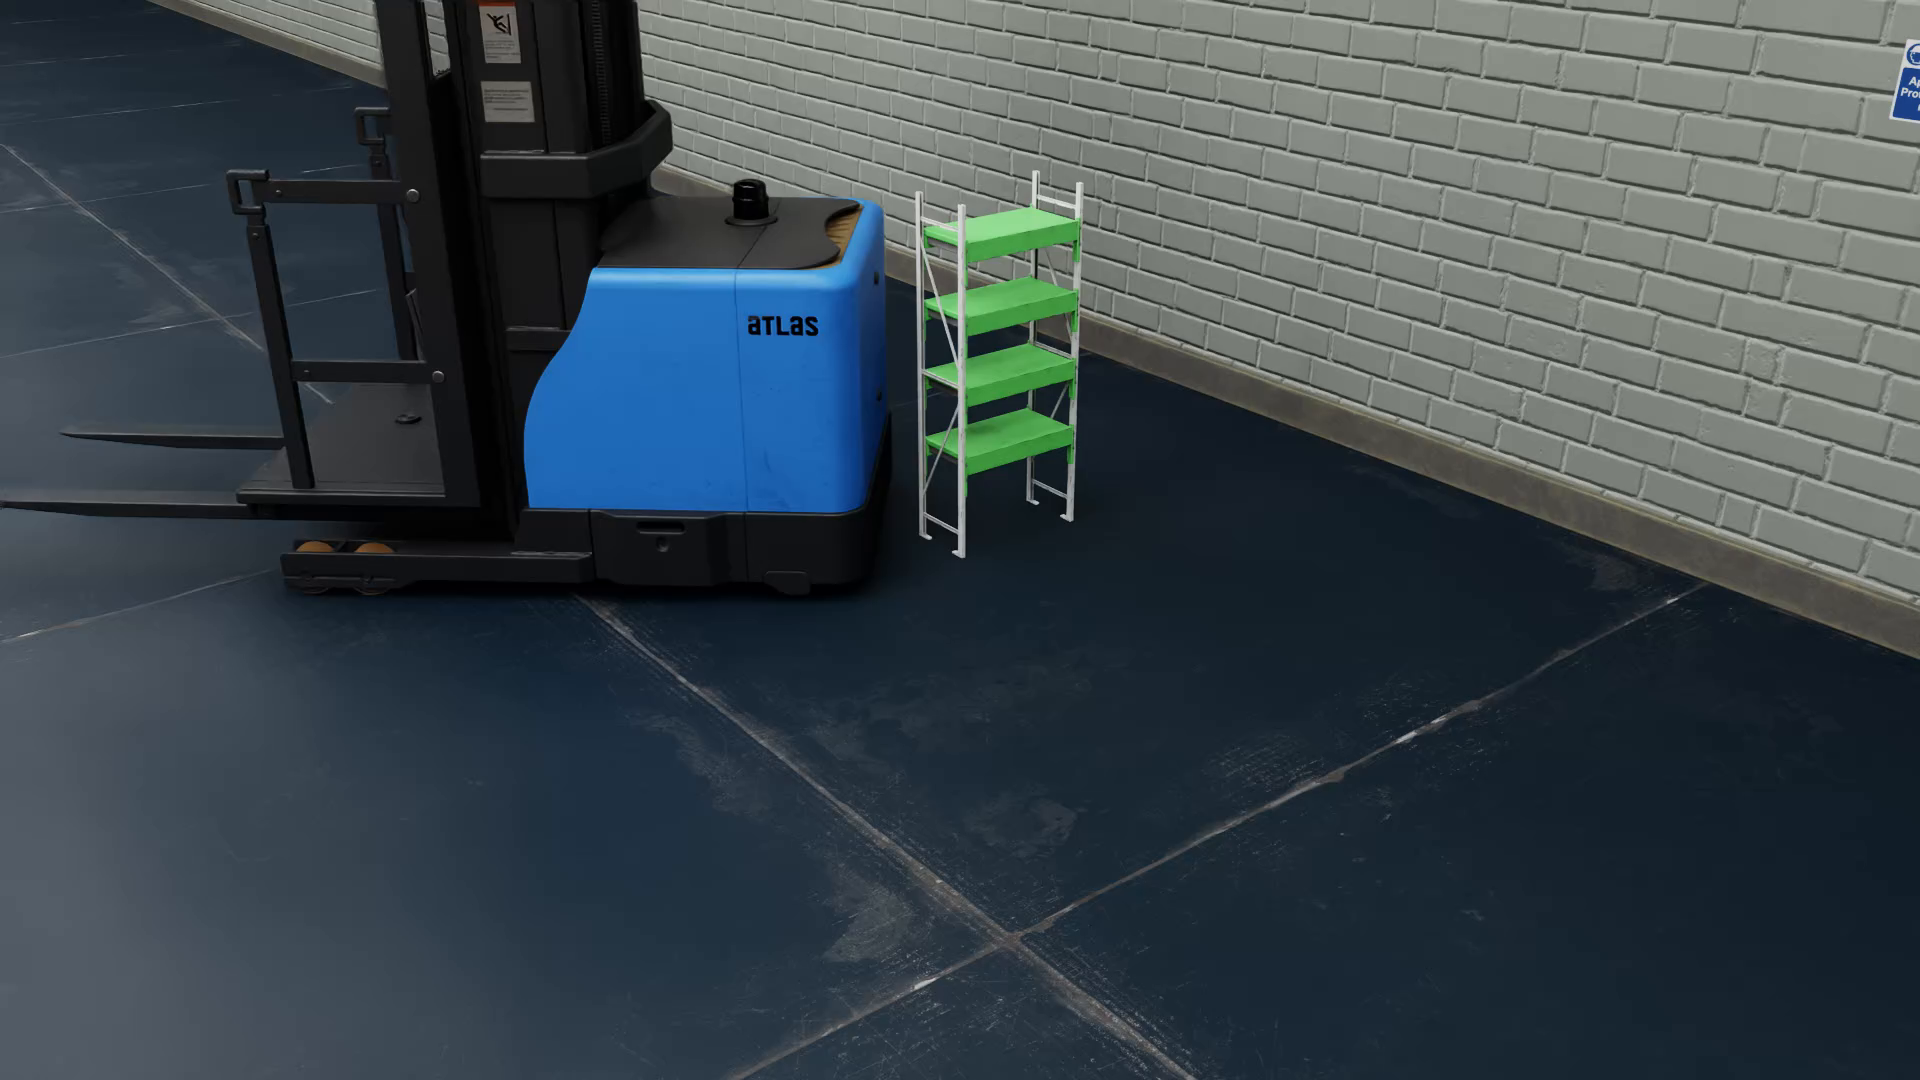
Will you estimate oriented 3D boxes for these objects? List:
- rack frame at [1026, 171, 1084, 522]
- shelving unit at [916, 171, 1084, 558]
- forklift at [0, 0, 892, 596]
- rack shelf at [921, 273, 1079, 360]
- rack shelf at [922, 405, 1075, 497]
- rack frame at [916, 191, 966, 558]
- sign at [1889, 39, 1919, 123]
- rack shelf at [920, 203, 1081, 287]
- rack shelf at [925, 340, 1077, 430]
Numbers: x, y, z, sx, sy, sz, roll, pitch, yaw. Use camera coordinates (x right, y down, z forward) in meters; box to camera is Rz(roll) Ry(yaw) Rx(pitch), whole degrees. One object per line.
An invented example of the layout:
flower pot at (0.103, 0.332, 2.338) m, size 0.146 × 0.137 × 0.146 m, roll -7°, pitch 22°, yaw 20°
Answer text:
rack frame at (0.322, -0.651, 5.727) m, size 0.015 × 1.200 × 0.240 m, roll -18°, pitch 31°, yaw -34°
shelving unit at (0.130, -0.587, 5.590) m, size 0.503 × 1.200 × 0.258 m, roll -18°, pitch 31°, yaw -34°
forklift at (-1.783, -1.372, 5.224) m, size 3.031 × 2.935 × 1.130 m, roll 1°, pitch 25°, yaw 2°
rack shelf at (0.130, -0.747, 5.516) m, size 0.480 × 0.148 × 0.258 m, roll -18°, pitch 31°, yaw -34°
rack shelf at (0.130, -0.312, 5.718) m, size 0.480 × 0.148 × 0.258 m, roll -18°, pitch 31°, yaw -34°
rack frame at (-0.062, -0.524, 5.453) m, size 0.015 × 1.200 × 0.240 m, roll -18°, pitch 31°, yaw -34°
sign at (2.712, -1.228, 4.513) m, size 0.001 × 0.218 × 0.327 m, roll -18°, pitch 31°, yaw -34°
rack shelf at (0.130, -0.965, 5.415) m, size 0.480 × 0.148 × 0.258 m, roll -18°, pitch 31°, yaw -34°
rack shelf at (0.130, -0.529, 5.617) m, size 0.480 × 0.148 × 0.258 m, roll -18°, pitch 31°, yaw -34°
